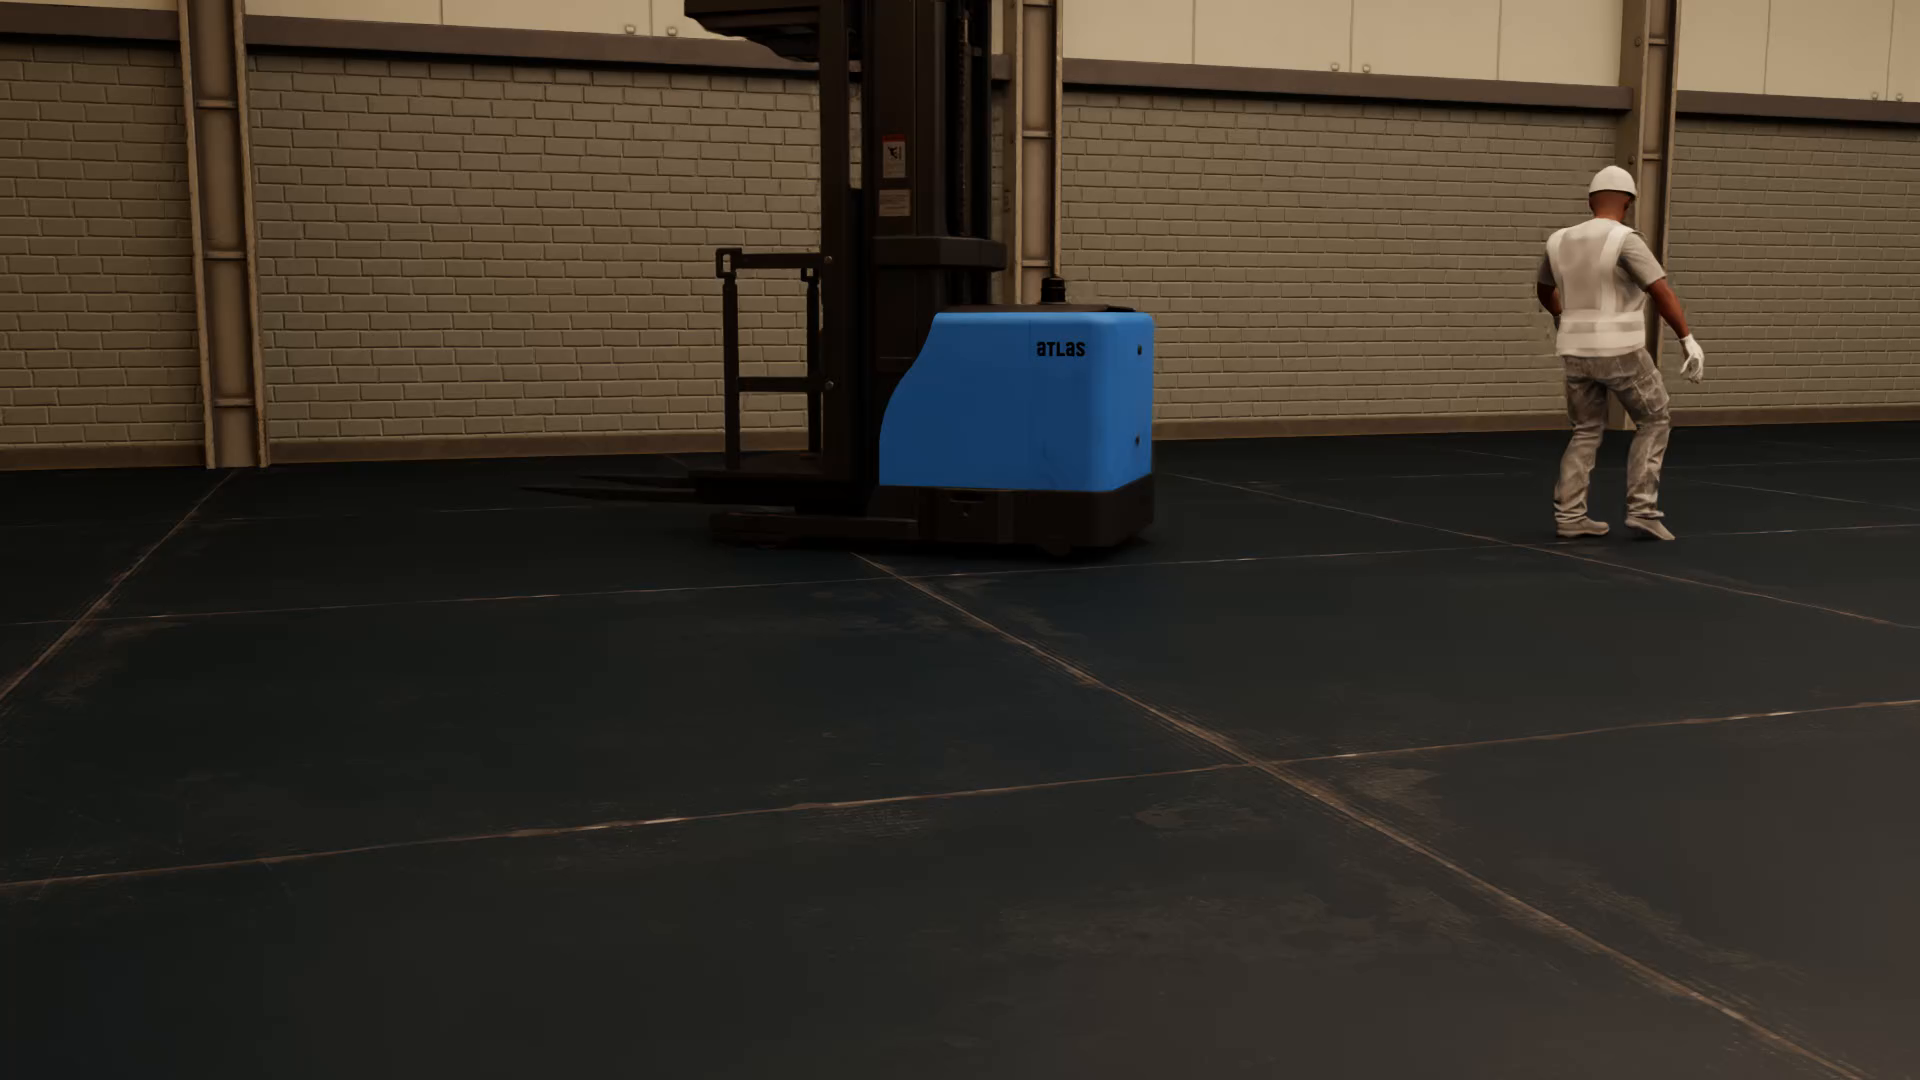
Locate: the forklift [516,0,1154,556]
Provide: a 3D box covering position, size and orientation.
[{"bbox_3d":[-0.642,-1.473,7.878,3.031,2.935,1.130,2,8,17],"label":"forklift"}]

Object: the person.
[{"bbox_3d":[3.130,-0.866,7.951,0.532,1.806,0.998,-4,9,-26],"label":"person"}]
